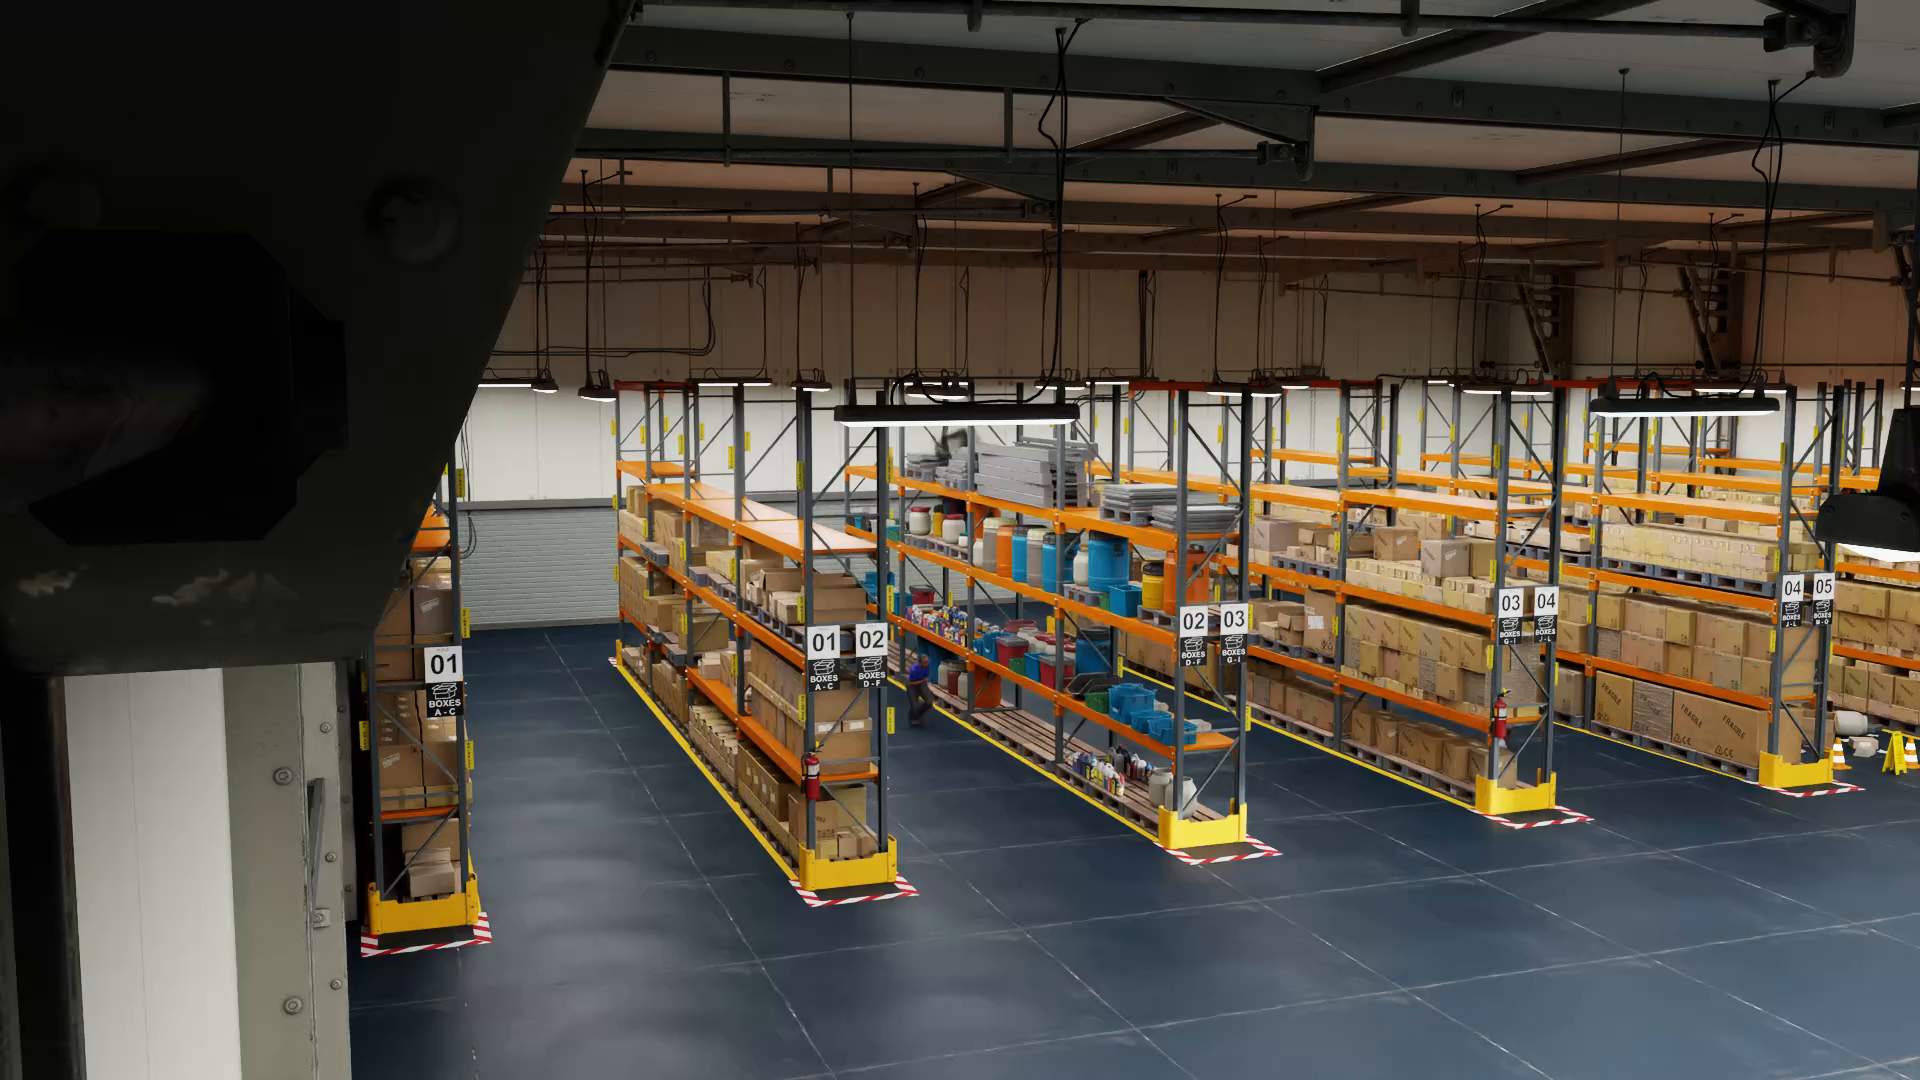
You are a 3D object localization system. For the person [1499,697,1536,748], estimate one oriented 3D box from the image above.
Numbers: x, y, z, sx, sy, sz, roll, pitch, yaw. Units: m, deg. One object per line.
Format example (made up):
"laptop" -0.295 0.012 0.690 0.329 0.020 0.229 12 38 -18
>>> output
"person" 9.073 2.625 27.320 0.531 1.614 0.763 -3 7 -29

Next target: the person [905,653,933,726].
"person" -0.704 2.596 28.879 0.563 1.375 0.967 -3 7 -30
